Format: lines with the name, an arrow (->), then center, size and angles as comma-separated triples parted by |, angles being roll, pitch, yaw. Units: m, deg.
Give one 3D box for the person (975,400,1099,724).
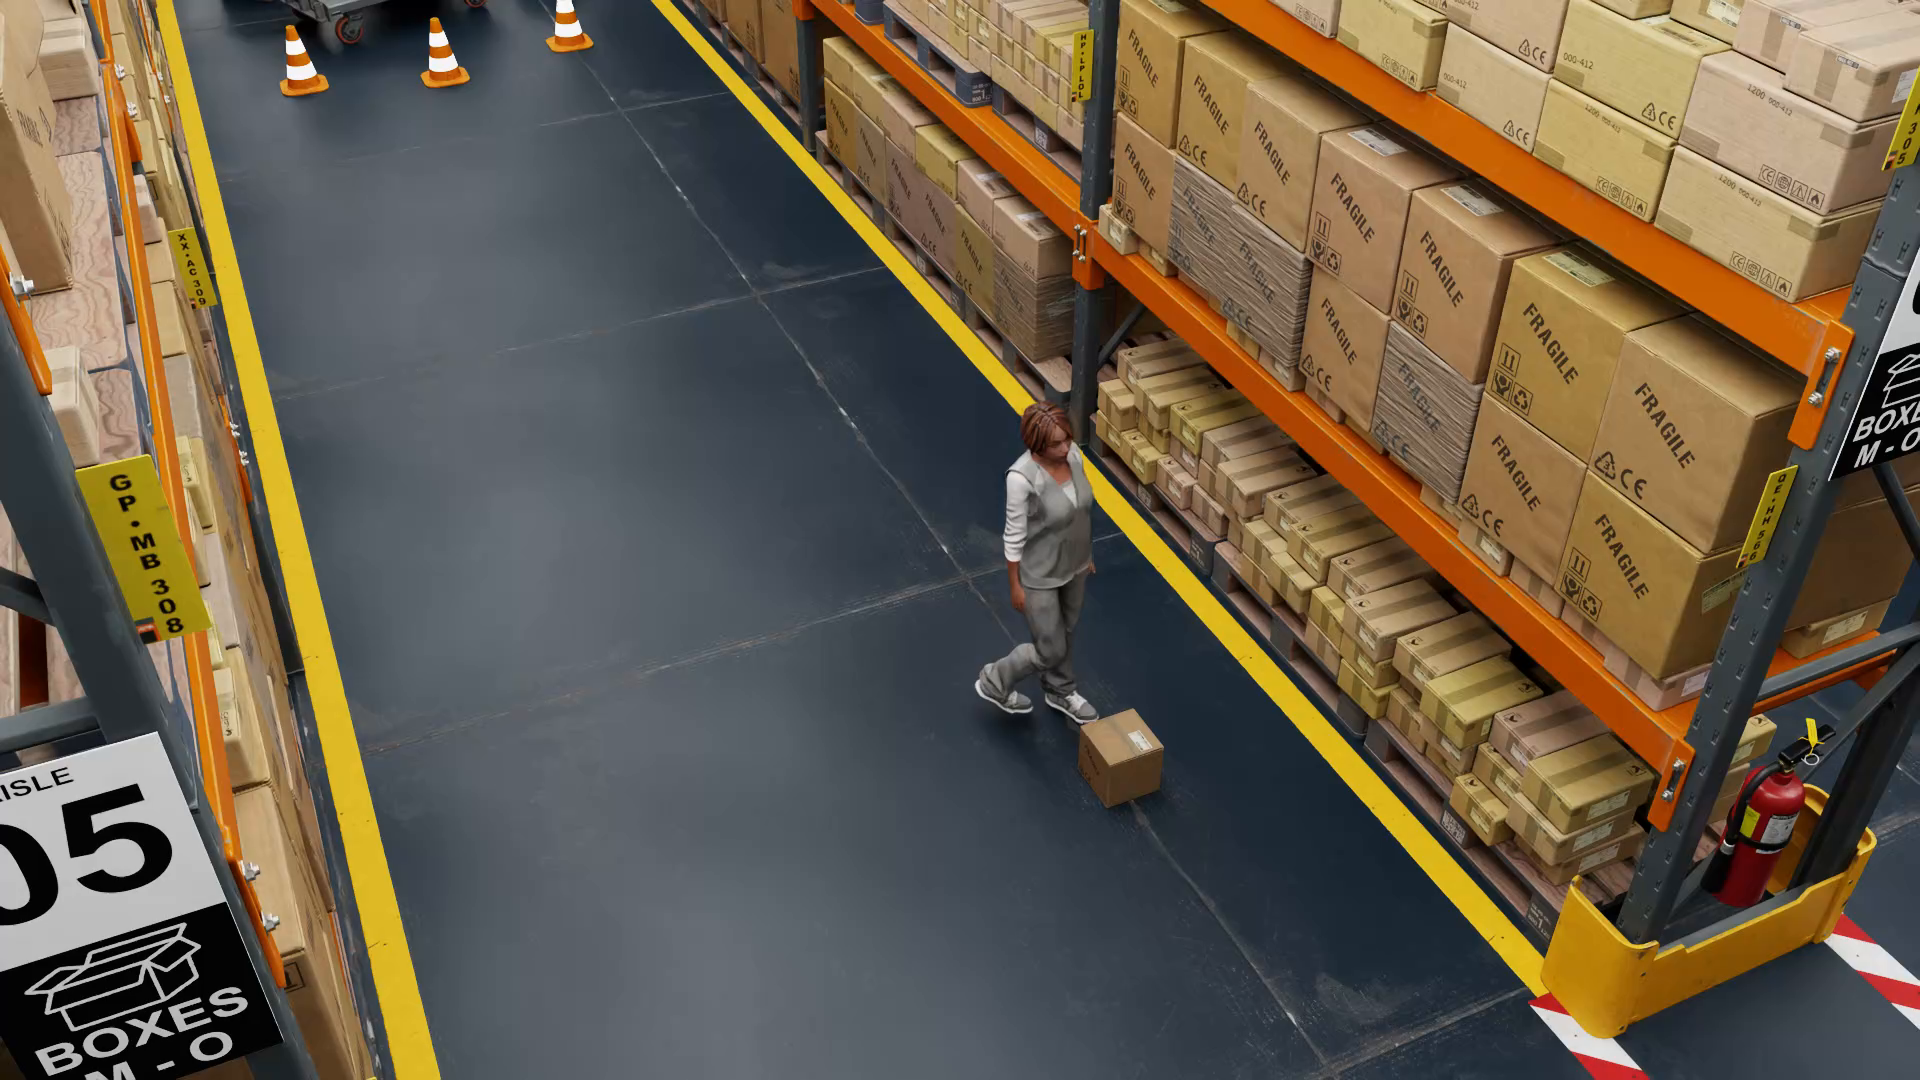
person -> 0.356, 0.118, 6.705 | 0.469, 1.585, 0.422 | 26, 45, 30
